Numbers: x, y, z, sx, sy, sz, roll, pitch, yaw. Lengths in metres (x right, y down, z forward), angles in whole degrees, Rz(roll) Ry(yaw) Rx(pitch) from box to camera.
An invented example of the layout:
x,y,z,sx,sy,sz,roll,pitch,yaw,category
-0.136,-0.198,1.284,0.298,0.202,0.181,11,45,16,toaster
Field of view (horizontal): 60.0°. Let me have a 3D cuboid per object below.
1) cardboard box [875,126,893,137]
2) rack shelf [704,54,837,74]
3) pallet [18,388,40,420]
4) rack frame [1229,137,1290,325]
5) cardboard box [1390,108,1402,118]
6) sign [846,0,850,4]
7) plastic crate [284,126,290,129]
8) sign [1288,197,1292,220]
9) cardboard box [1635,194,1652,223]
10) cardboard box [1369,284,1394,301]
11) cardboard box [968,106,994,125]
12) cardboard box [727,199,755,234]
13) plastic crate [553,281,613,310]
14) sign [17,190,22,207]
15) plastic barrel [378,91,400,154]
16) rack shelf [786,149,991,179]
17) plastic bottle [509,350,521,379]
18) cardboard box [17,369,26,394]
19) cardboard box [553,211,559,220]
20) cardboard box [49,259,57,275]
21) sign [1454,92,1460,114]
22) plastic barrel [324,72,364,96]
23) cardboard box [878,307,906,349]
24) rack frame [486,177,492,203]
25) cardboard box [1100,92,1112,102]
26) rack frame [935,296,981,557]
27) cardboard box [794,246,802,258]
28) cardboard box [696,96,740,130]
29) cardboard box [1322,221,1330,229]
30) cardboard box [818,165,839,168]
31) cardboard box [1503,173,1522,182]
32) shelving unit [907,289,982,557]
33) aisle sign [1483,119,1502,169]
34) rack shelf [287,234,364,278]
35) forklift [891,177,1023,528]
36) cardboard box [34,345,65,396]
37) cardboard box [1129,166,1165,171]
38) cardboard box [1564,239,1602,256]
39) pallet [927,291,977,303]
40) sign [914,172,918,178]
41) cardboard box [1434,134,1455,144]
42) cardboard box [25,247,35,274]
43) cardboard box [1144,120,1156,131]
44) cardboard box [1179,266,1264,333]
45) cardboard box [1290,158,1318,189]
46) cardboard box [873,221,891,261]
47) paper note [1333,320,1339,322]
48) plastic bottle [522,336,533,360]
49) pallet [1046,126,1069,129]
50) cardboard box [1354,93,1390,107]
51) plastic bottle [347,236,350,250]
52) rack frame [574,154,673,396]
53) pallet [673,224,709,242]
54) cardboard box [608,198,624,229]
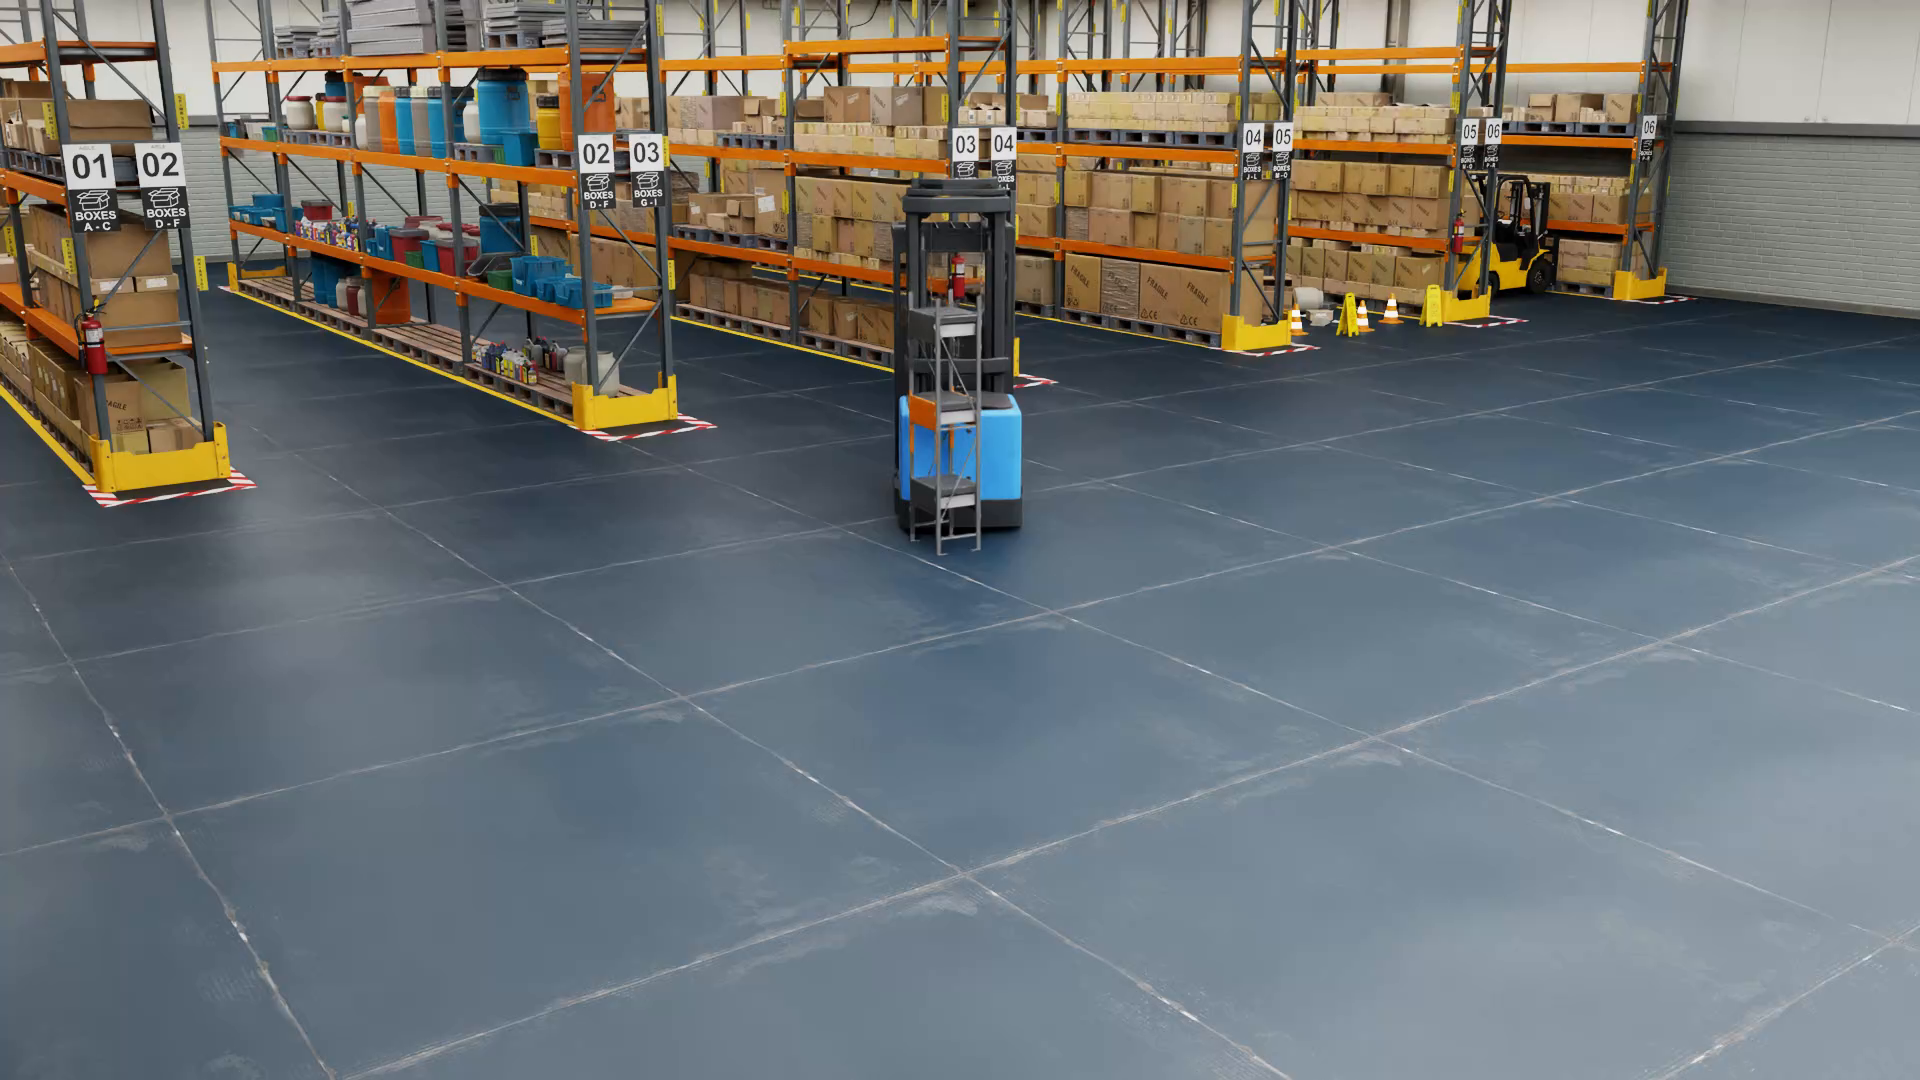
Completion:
x,y,z,sx,sy,sz,roll,pitch,yaw,category
-0.897,-5.412,22.013,0.380,0.149,0.250,-12,19,-37,cardboard box
-3.882,-9.838,34.343,1.077,0.370,4.000,-11,19,-35,rack shelf
-10.554,-1.679,19.810,1.003,0.211,1.213,-11,19,-35,pallet
4.349,-4.303,24.117,1.000,3.000,0.127,-11,19,-35,rack frame
7.325,-7.058,27.466,0.380,0.149,0.250,-11,19,-35,cardboard box
-1.624,-7.872,23.872,0.100,0.325,0.005,-11,19,-35,sign
-12.325,-7.381,30.082,0.450,0.188,0.336,-11,19,-35,plastic crate
4.802,-4.844,24.303,0.100,0.325,0.005,-11,19,-35,sign
12.240,-6.062,30.352,0.500,0.500,0.500,-10,18,-33,cardboard box
7.303,-4.212,28.198,0.500,0.250,0.500,-11,19,-34,cardboard box
0.490,-7.261,28.425,0.500,0.311,0.500,-11,19,-36,cardboard box
-3.168,-5.017,25.735,0.797,0.503,0.637,-9,18,-29,cardboard box
-4.265,-2.775,18.815,0.499,0.251,0.616,-11,19,-35,plastic crate
-14.346,-5.226,25.295,0.100,0.325,0.005,-11,19,-35,sign
-7.740,-5.800,23.089,0.600,0.830,0.708,-11,19,-35,plastic barrel
-0.898,-5.082,22.643,1.077,0.370,4.000,-11,19,-35,rack shelf
-5.471,-2.167,20.498,0.144,0.351,0.185,-10,18,-32,plastic bottle
-10.864,-1.901,19.751,0.500,0.250,0.500,-11,19,-35,cardboard box
-7.374,-6.066,31.032,0.380,0.149,0.250,-10,18,-33,cardboard box
-9.327,-2.872,17.468,0.380,0.149,0.250,-12,19,-36,cardboard box
7.833,-6.885,26.191,0.100,0.325,0.005,-11,19,-35,sign
-9.657,-6.899,26.174,0.600,0.901,0.708,-11,19,-35,plastic barrel
-0.808,-2.947,23.101,0.500,0.500,0.500,-9,18,-29,cardboard box
-9.130,-6.972,33.866,1.000,3.000,0.127,-11,19,-35,rack frame
2.385,-6.826,25.631,0.380,0.149,0.250,-11,19,-35,cardboard box
-0.012,-0.902,13.393,0.400,2.100,0.015,-8,17,-27,rack frame
-2.191,-4.196,24.199,0.380,0.149,0.250,-11,19,-35,cardboard box
-3.761,-6.644,25.851,0.500,0.500,0.500,-12,19,-36,cardboard box
6.538,-5.501,28.969,0.380,0.149,0.250,-11,19,-35,cardboard box
-2.775,-7.674,33.785,0.500,0.500,0.500,-10,18,-33,cardboard box
10.529,-6.892,31.594,0.380,0.149,0.250,-11,19,-35,cardboard box
-0.125,-0.959,13.602,0.431,2.100,0.503,-8,17,-27,shelving unit
8.581,-6.382,26.788,0.394,0.787,0.004,-11,19,-35,aisle sign
-9.608,-4.575,26.471,1.077,0.370,4.000,-11,19,-35,rack shelf
-0.071,-1.850,15.285,1.130,2.935,3.031,-1,15,-3,forklift
-9.770,-1.857,18.173,0.500,0.500,0.500,-11,19,-35,cardboard box
3.667,-7.064,32.655,0.500,0.500,0.500,-12,19,-36,cardboard box
11.479,-5.381,30.574,0.500,0.250,0.500,-10,18,-34,cardboard box
0.048,-4.487,30.069,1.003,0.211,1.213,-11,19,-35,pallet
-0.788,-6.446,29.901,0.100,0.325,0.005,-11,19,-35,sign
7.858,-6.452,26.760,0.380,0.149,0.250,-11,19,-34,cardboard box
-11.132,-3.307,20.286,0.500,0.500,0.500,-11,19,-34,cardboard box
2.983,-6.224,24.943,0.380,0.149,0.250,-11,19,-34,cardboard box
3.897,-3.616,24.834,0.875,0.875,0.875,-11,19,-34,cardboard box
6.025,-6.494,29.474,0.700,0.500,0.500,-11,19,-35,cardboard box
-0.673,-4.070,22.512,0.875,0.500,0.500,-11,19,-35,cardboard box
6.128,-3.554,27.004,0.142,0.019,0.148,10,18,33,paper note
-5.585,-2.460,21.566,0.144,0.351,0.185,-11,19,-35,plastic bottle
2.509,-8.525,34.217,1.003,0.211,1.213,-10,18,-32,pallet
8.430,-8.909,34.088,0.500,0.500,0.500,-10,18,-33,cardboard box
-9.261,-4.517,25.272,0.097,0.201,0.097,0,15,0,plastic bottle
-3.729,-2.786,18.574,1.000,3.000,0.127,-11,19,-35,rack frame
-3.921,-5.035,27.155,1.213,0.211,1.003,-11,19,-35,pallet
-5.811,-5.705,29.049,0.500,0.500,0.500,-10,18,-33,cardboard box
